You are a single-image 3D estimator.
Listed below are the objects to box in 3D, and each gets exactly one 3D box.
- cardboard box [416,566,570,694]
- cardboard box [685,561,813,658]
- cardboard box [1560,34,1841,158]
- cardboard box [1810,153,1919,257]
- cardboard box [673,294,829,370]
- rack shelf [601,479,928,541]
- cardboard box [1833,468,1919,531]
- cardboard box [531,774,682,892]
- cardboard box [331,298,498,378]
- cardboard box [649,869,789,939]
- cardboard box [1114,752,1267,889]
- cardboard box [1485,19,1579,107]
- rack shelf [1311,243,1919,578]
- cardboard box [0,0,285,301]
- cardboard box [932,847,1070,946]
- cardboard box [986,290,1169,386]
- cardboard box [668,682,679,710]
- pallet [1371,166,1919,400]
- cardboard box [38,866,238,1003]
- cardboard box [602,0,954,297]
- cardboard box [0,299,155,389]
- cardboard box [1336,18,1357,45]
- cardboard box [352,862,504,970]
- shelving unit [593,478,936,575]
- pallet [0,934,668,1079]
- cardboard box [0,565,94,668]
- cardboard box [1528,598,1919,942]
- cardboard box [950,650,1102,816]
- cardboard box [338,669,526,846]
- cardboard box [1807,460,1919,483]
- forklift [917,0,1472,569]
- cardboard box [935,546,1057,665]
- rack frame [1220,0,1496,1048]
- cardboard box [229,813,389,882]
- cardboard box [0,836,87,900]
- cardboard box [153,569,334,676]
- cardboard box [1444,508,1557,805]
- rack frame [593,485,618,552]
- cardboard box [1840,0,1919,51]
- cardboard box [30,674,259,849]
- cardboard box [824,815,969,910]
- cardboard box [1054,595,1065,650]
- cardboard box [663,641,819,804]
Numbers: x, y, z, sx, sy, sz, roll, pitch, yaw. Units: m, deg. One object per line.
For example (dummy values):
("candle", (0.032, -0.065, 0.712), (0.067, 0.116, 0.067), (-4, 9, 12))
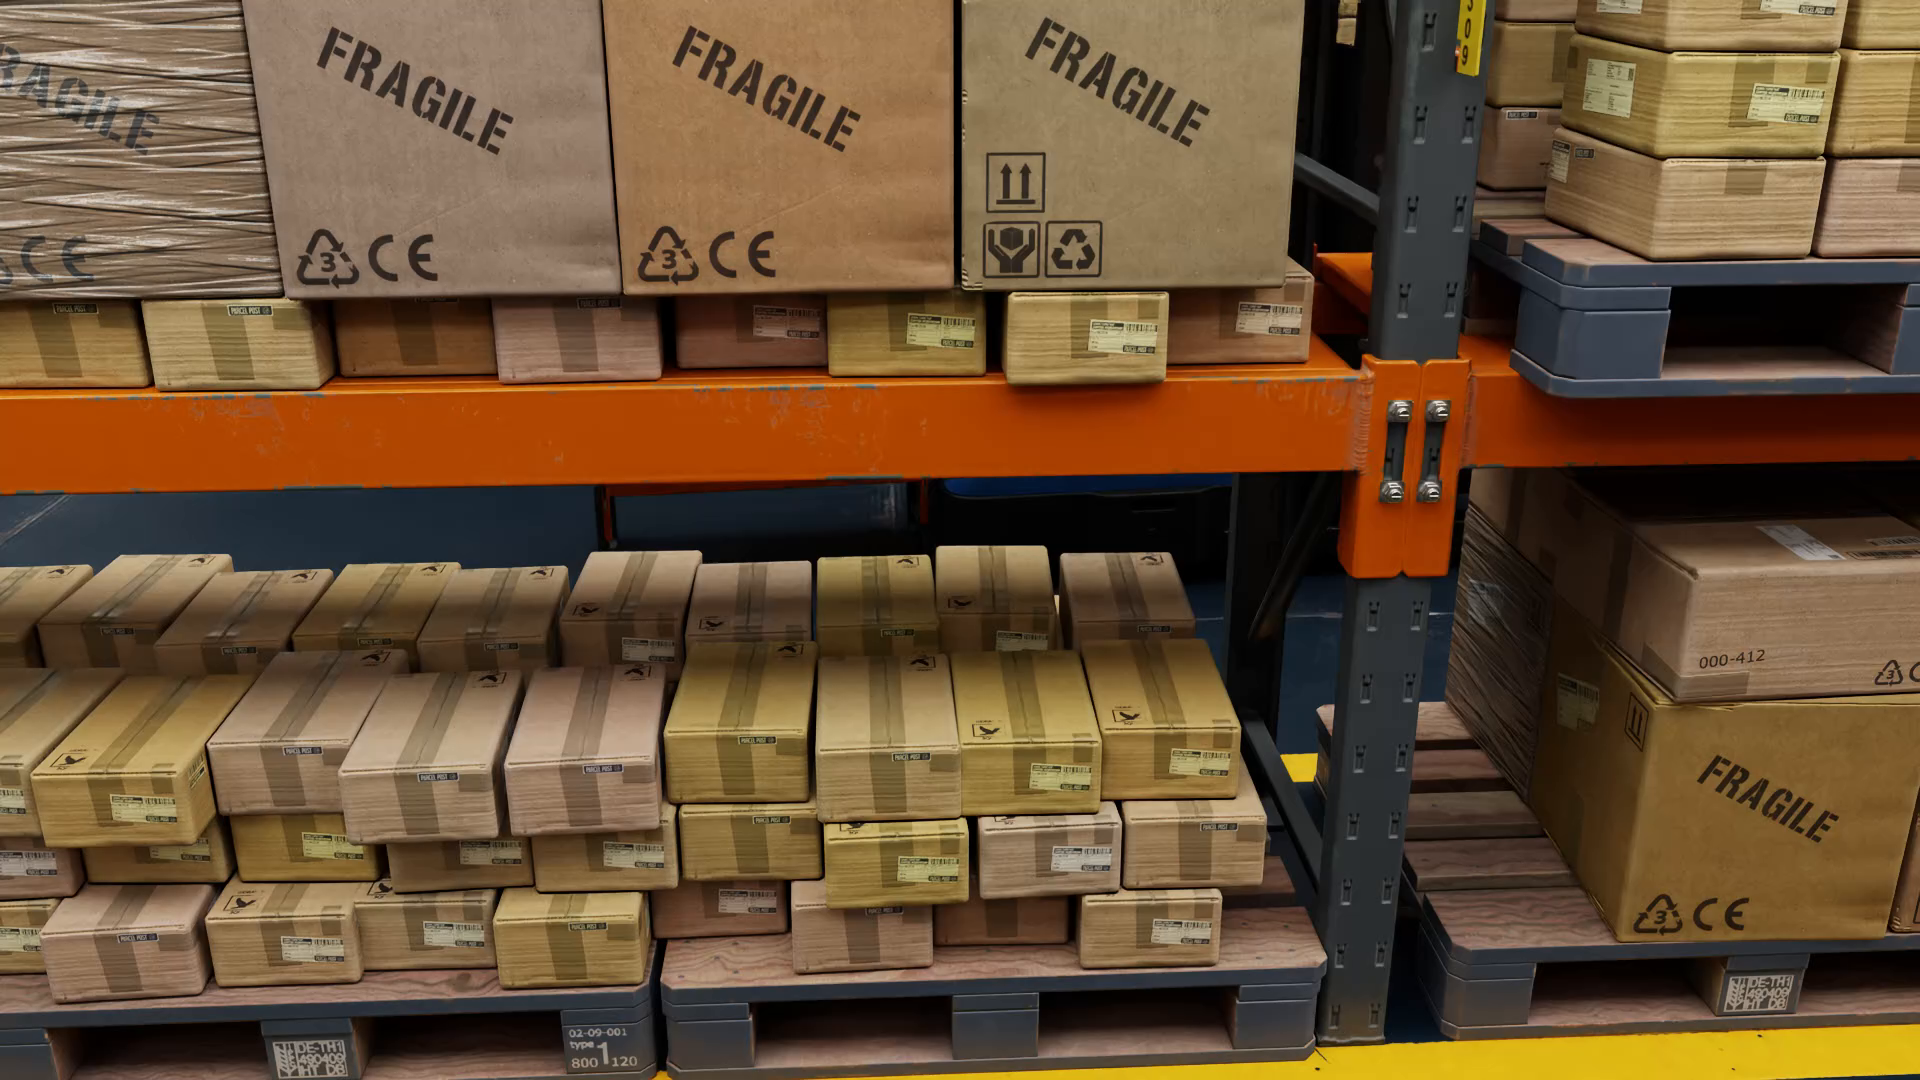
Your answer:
("cardboard box", (-0.963, 0.195, 3.474), (0.250, 0.149, 0.380), (-2, 21, -5))
("cardboard box", (-0.437, 0.184, 3.503), (0.250, 0.149, 0.380), (-2, 21, -4))
("cardboard box", (1.126, -0.691, 2.565), (0.250, 0.149, 0.380), (-1, 21, -2))
("cardboard box", (1.402, -0.560, 2.638), (0.250, 0.149, 0.380), (-1, 21, -2))
("cardboard box", (-0.348, -0.413, 2.843), (0.250, 0.149, 0.380), (-2, 21, -5))
("rack shelf", (-0.635, -0.244, 5.368), (1.000, 0.278, 0.538), (-3, 21, -8))
("cardboard box", (1.991, 0.060, 3.116), (0.500, 0.250, 0.500), (-1, 21, -2))
("cardboard box", (-0.635, 0.492, 3.111), (0.250, 0.149, 0.380), (-1, 21, -2))
("cardboard box", (-0.872, -0.395, 2.796), (0.250, 0.149, 0.380), (-1, 21, -4))
("cardboard box", (-0.460, 0.603, 3.239), (0.250, 0.149, 0.380), (-2, 21, -4))
("cardboard box", (0.410, 0.488, 3.122), (0.250, 0.149, 0.380), (-1, 21, -2))
("cardboard box", (1.092, -0.924, 3.178), (0.250, 0.149, 0.380), (-1, 21, -1))
("rack shelf", (2.703, -0.333, 3.290), (4.000, 0.370, 1.077), (-1, 21, -3))
("cardboard box", (-1.292, -0.682, 2.637), (0.500, 0.500, 0.500), (-2, 21, -4))
("cardboard box", (0.070, 0.612, 3.214), (0.250, 0.149, 0.380), (-1, 21, -2))
("cardboard box", (0.183, -0.378, 2.751), (0.250, 0.149, 0.380), (-2, 21, -4))
("cardboard box", (-0.708, 0.319, 3.566), (0.250, 0.149, 0.380), (0, 21, -1))
("pallet", (1.478, -0.503, 2.995), (1.213, 0.211, 1.003), (-1, 21, -3))
("cardboard box", (-1.477, 0.671, 3.060), (0.250, 0.149, 0.380), (-2, 21, -6))
("cardboard box", (-0.279, -0.694, 2.669), (0.500, 0.500, 0.500), (-2, 21, -5))
("cardboard box", (-1.391, -0.370, 2.729), (0.250, 0.149, 0.380), (0, 21, -1))
("cardboard box", (1.806, -2.246, 7.514), (0.500, 0.250, 0.500), (-1, 21, -3))
("cardboard box", (-0.963, 0.639, 3.143), (0.250, 0.149, 0.380), (-1, 21, -2))
("shelving unit", (-0.635, -0.472, 5.281), (1.048, 1.125, 0.538), (-3, 21, -8))
("pallet", (-1.183, 0.727, 3.415), (1.213, 0.211, 1.003), (-1, 21, -3))
("cardboard box", (-2.006, 0.192, 3.481), (0.250, 0.149, 0.380), (-2, 21, -5))
("cardboard box", (1.459, 0.423, 3.218), (0.500, 0.500, 0.500), (0, 21, -1))
("cardboard box", (0.113, 0.349, 3.070), (0.250, 0.149, 0.380), (-1, 21, -2))
("cardboard box", (-0.932, 0.382, 2.982), (0.250, 0.149, 0.380), (-2, 21, -5))
("cardboard box", (1.949, -0.118, 3.583), (0.500, 0.250, 0.500), (0, 21, 0))
("forklift", (1.378, -1.466, 5.353), (3.031, 2.935, 1.130), (-3, 21, -8))
("cardboard box", (0.072, 0.148, 3.598), (0.250, 0.149, 0.380), (0, 21, 0))
("rack frame", (0.706, -0.628, 3.056), (0.127, 3.000, 1.000), (-1, 21, -3))
("cardboard box", (-1.173, 0.481, 3.141), (0.250, 0.149, 0.380), (0, 21, -1))
("cardboard box", (-1.712, 0.503, 3.083), (0.250, 0.149, 0.380), (-2, 21, -6))
("cardboard box", (-1.471, 0.201, 3.457), (0.250, 0.149, 0.380), (-2, 21, -5))
("cardboard box", (1.431, 0.239, 3.700), (0.500, 0.500, 0.500), (-2, 21, -4))
("rack frame", (-1.137, -0.444, 5.207), (0.032, 1.125, 0.500), (-3, 21, -8))
("cardboard box", (1.404, -0.838, 2.532), (0.250, 0.149, 0.380), (-1, 21, -2))
("cardboard box", (-1.432, 0.387, 2.969), (0.250, 0.149, 0.380), (-1, 21, -2))
("cardboard box", (-0.126, 0.510, 3.065), (0.250, 0.149, 0.380), (-2, 21, -5))
("cardboard box", (0.326, 0.262, 3.715), (0.250, 0.149, 0.380), (0, 21, -1))
("cardboard box", (-0.399, 0.334, 3.109), (0.250, 0.149, 0.380), (0, 21, -1))
